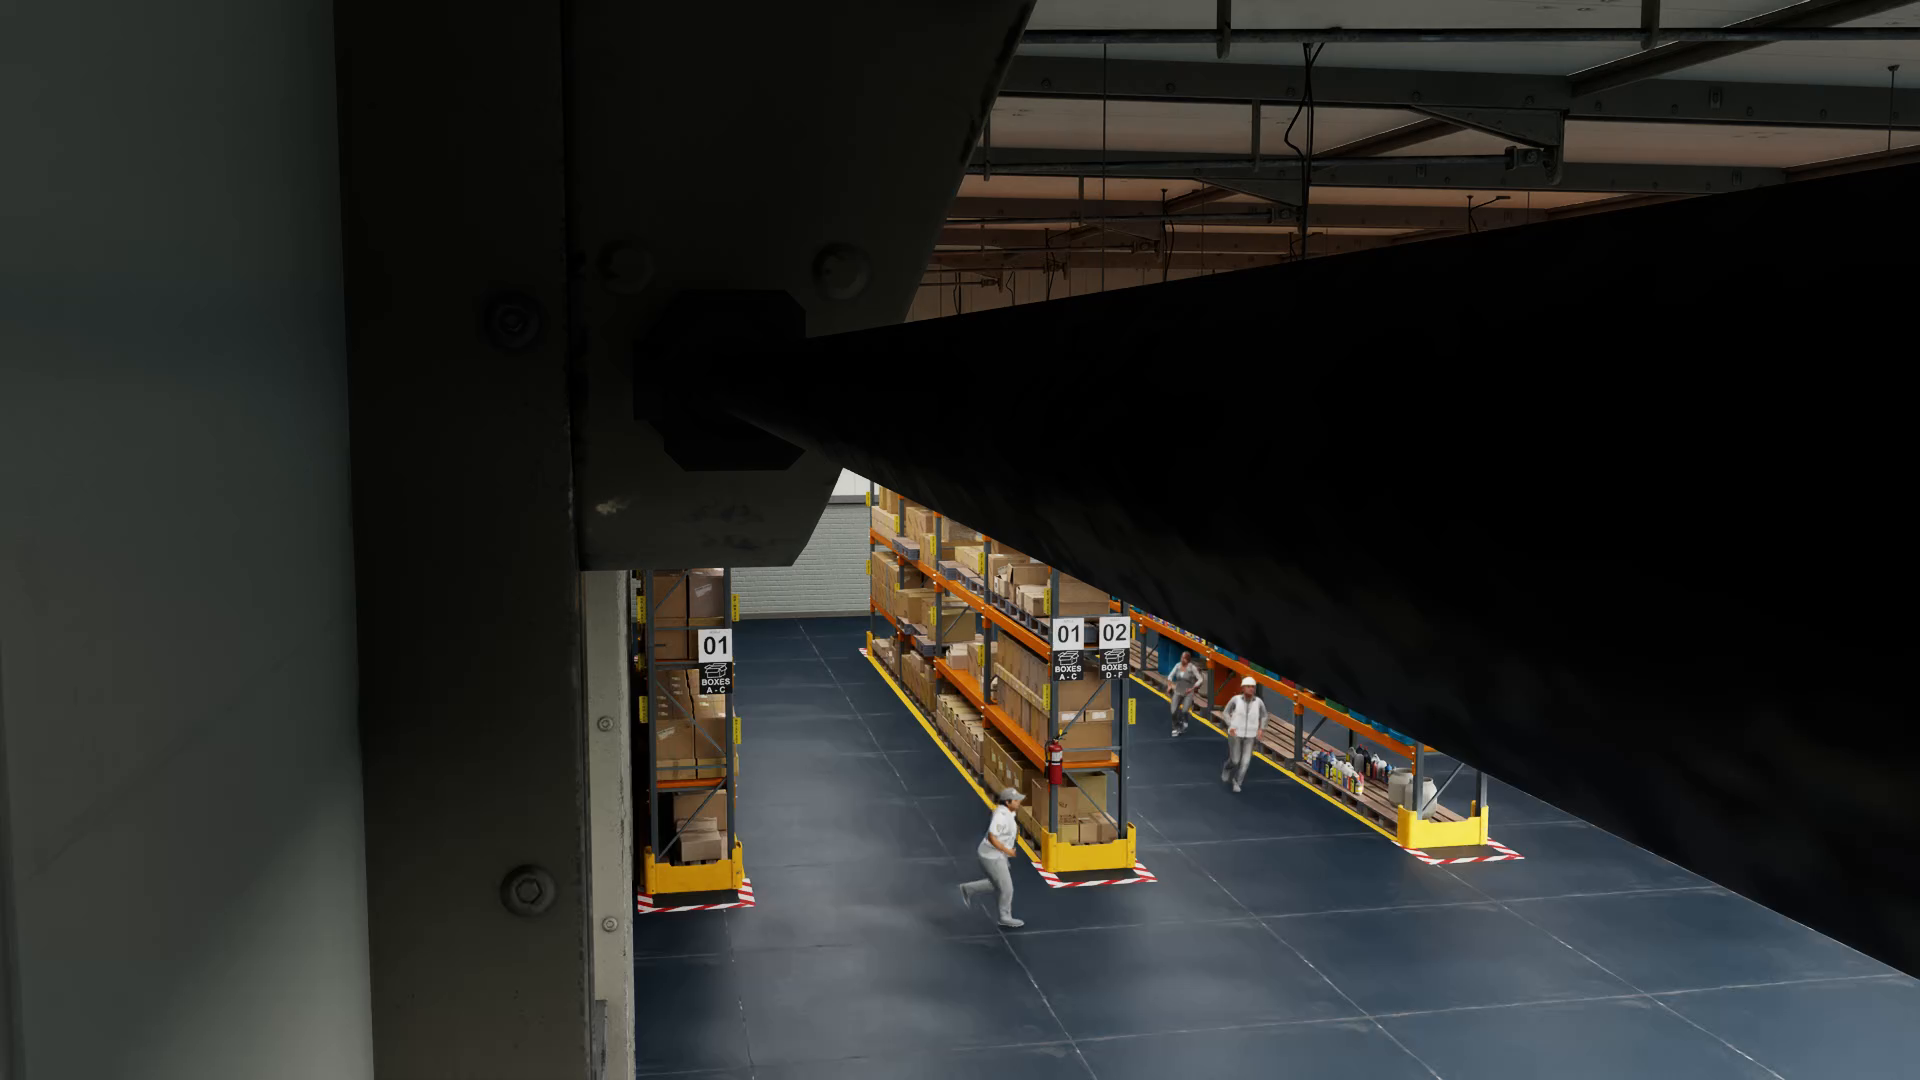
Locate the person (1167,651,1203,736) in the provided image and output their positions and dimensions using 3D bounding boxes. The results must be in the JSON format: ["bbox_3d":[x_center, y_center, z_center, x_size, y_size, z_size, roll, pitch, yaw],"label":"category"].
[{"bbox_3d":[3.828,2.637,28.389,0.617,1.509,0.500,2,6,20],"label":"person"}]

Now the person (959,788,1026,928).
[{"bbox_3d":[0.342,3.580,18.782,0.798,1.621,0.591,2,6,17],"label":"person"}]

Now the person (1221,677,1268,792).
[{"bbox_3d":[4.268,2.888,24.882,0.668,1.724,0.580,0,6,-4],"label":"person"}]
